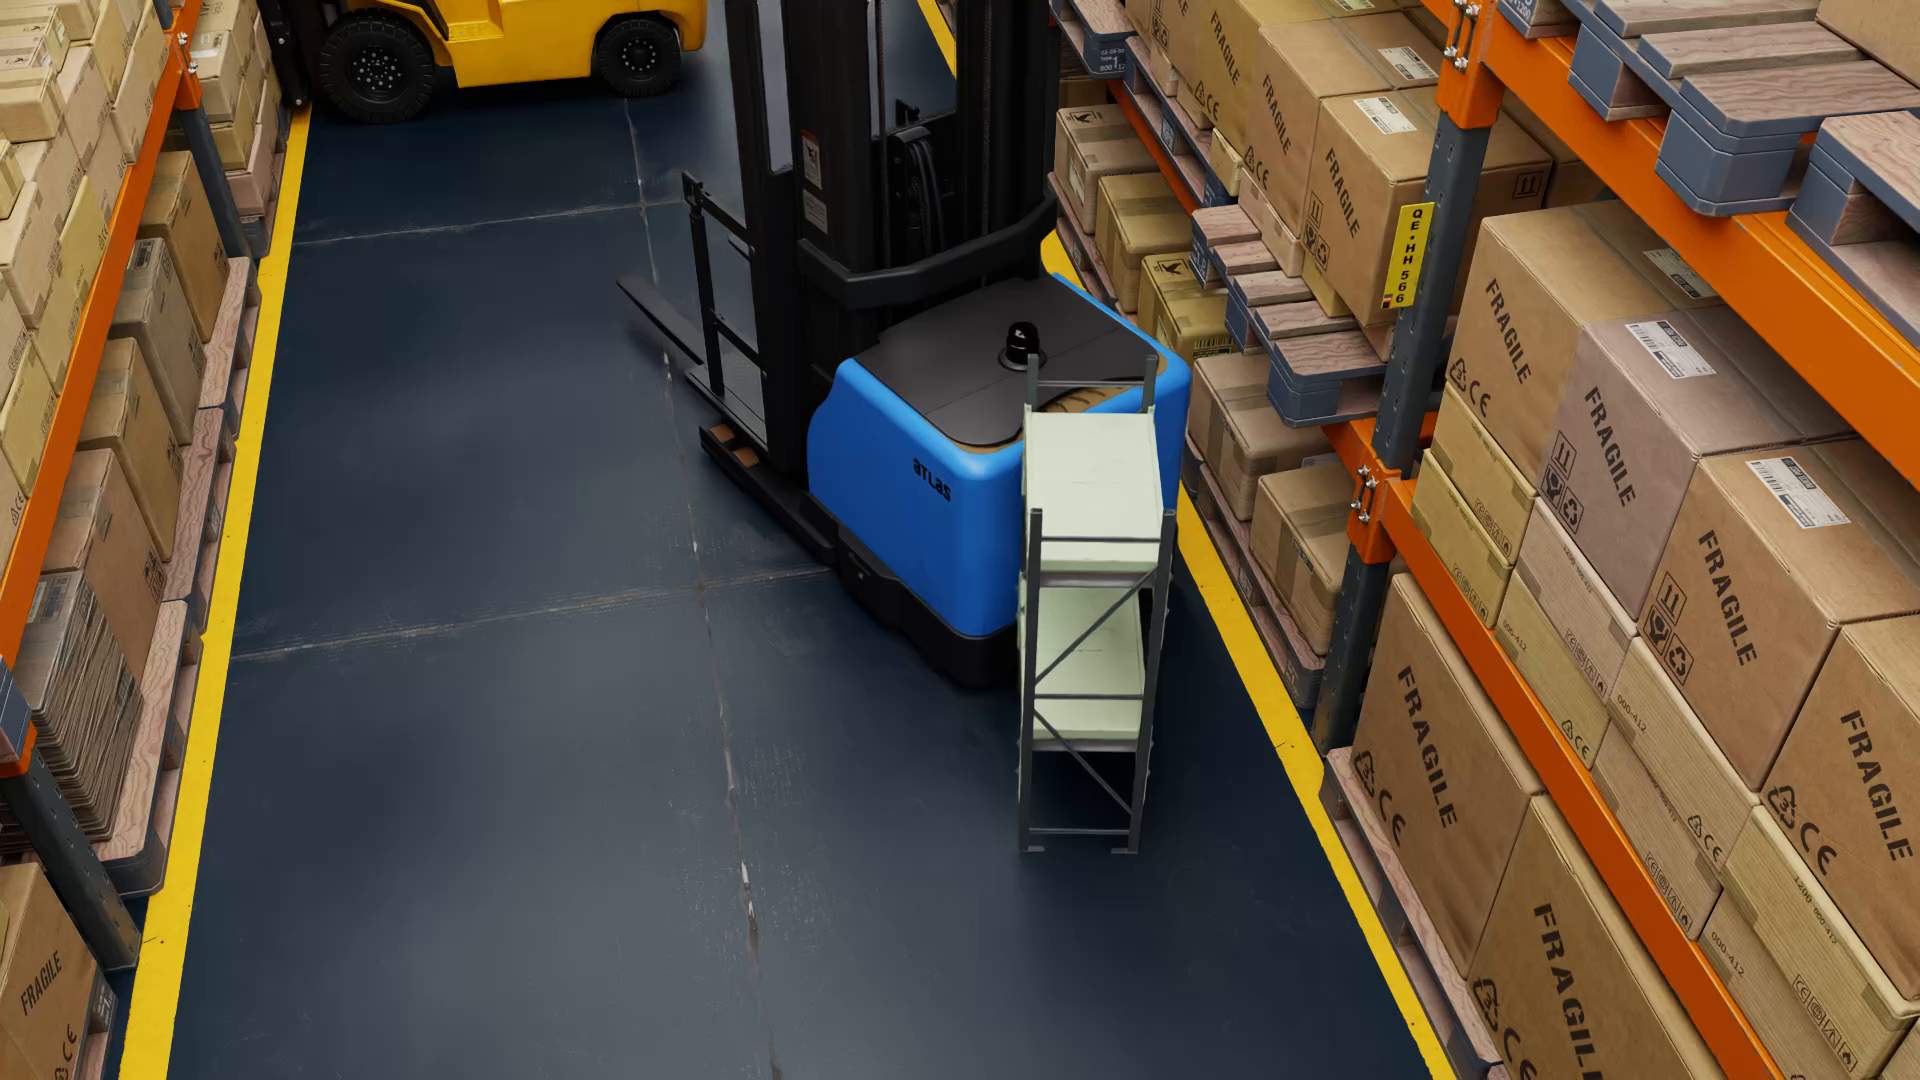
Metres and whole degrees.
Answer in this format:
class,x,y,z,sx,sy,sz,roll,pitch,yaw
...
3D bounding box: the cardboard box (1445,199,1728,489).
class,x,y,z,sx,sy,sz,roll,pitch,yaw
cardboard box,1.623,-0.512,4.239,0.500,0.500,0.500,-10,43,-11

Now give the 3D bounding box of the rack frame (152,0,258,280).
class,x,y,z,sx,sy,sz,roll,pitch,yaw
rack frame,-3.954,-2.335,7.120,1.000,3.000,0.127,-8,42,-9

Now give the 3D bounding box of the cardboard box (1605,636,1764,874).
class,x,y,z,sx,sy,sz,roll,pitch,yaw
cardboard box,1.829,0.438,3.734,0.500,0.250,0.500,-8,42,-9

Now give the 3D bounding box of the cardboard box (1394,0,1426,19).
class,x,y,z,sx,sy,sz,roll,pitch,yaw
cardboard box,1.643,-1.766,5.864,0.500,0.500,0.500,-8,42,-9

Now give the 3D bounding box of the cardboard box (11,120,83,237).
class,x,y,z,sx,sy,sz,roll,pitch,yaw
cardboard box,-3.285,-1.189,5.567,0.500,0.250,0.500,-8,42,-9

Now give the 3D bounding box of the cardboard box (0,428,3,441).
class,x,y,z,sx,sy,sz,roll,pitch,yaw
cardboard box,-2.924,-0.199,4.451,0.500,0.250,0.500,-8,42,-9

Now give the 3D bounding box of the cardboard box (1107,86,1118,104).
class,x,y,z,sx,sy,sz,roll,pitch,yaw
cardboard box,1.028,-2.598,9.172,0.500,0.250,0.500,-10,43,-11

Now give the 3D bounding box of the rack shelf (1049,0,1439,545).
class,x,y,z,sx,sy,sz,roll,pitch,yaw
rack shelf,1.323,-1.483,6.703,1.077,0.370,4.000,-8,42,-9

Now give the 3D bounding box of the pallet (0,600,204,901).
class,x,y,z,sx,sy,sz,roll,pitch,yaw
pallet,-3.230,0.762,5.733,1.003,0.211,1.213,-8,42,-9

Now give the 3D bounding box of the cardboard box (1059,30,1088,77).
class,x,y,z,sx,sy,sz,roll,pitch,yaw
cardboard box,0.502,-2.802,8.838,0.500,0.500,0.500,-9,42,-10

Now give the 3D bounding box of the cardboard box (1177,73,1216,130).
class,x,y,z,sx,sy,sz,roll,pitch,yaw
cardboard box,1.043,-1.690,6.268,0.380,0.149,0.250,-10,42,-11

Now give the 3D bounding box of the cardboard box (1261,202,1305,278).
class,x,y,z,sx,sy,sz,roll,pitch,yaw
cardboard box,1.228,-1.018,5.510,0.380,0.149,0.250,-9,42,-10

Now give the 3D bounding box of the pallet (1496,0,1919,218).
class,x,y,z,sx,sy,sz,roll,pitch,yaw
pallet,1.946,-1.097,3.609,1.213,0.211,1.003,-7,42,-7

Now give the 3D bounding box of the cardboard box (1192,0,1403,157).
class,x,y,z,sx,sy,sz,roll,pitch,yaw
cardboard box,1.153,-1.676,5.763,0.500,0.500,0.500,-11,43,-12

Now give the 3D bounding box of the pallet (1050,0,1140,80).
class,x,y,z,sx,sy,sz,roll,pitch,yaw
pallet,0.915,-2.460,7.407,1.003,0.211,1.213,-8,42,-9

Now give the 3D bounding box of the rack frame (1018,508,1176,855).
class,x,y,z,sx,sy,sz,roll,pitch,yaw
rack frame,0.394,0.482,5.077,0.400,1.500,0.023,1,42,1

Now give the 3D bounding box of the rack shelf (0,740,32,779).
class,x,y,z,sx,sy,sz,roll,pitch,yaw
rack shelf,-2.659,1.824,2.978,1.077,0.370,4.000,-8,42,-9

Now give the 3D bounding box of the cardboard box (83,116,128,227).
class,x,y,z,sx,sy,sz,roll,pitch,yaw
cardboard box,-3.399,-1.338,6.111,0.500,0.250,0.500,-8,42,-9

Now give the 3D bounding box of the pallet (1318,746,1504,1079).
class,x,y,z,sx,sy,sz,roll,pitch,yaw
pallet,1.852,1.109,5.341,1.003,0.211,1.213,-8,42,-9

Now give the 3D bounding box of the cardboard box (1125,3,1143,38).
class,x,y,z,sx,sy,sz,roll,pitch,yaw
cardboard box,0.898,-2.199,6.841,0.380,0.149,0.250,-8,42,-9

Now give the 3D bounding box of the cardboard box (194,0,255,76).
class,x,y,z,sx,sy,sz,roll,pitch,yaw
cardboard box,-3.853,-2.529,8.341,0.500,0.250,0.500,-8,42,-9

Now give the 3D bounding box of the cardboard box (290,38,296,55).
class,x,y,z,sx,sy,sz,roll,pitch,yaw
cardboard box,-4.076,-2.814,9.416,0.500,0.250,0.500,-7,42,-8

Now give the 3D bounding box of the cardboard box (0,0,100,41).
class,x,y,z,sx,sy,sz,roll,pitch,yaw
cardboard box,-3.403,-1.943,6.115,0.380,0.149,0.250,-10,42,-11

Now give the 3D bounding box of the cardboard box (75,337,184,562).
class,x,y,z,sx,sy,sz,roll,pitch,yaw
cardboard box,-3.506,-0.276,6.274,0.875,0.625,0.625,-10,43,-11

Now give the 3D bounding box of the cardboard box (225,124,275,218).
class,x,y,z,sx,sy,sz,roll,pitch,yaw
cardboard box,-3.735,-1.824,8.301,0.500,0.250,0.500,-8,42,-9

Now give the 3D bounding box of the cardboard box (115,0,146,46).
class,x,y,z,sx,sy,sz,roll,pitch,yaw
cardboard box,-3.599,-2.184,6.687,0.500,0.250,0.500,-9,42,-10

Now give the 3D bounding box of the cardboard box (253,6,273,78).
class,x,y,z,sx,sy,sz,roll,pitch,yaw
cardboard box,-3.965,-2.662,8.867,0.500,0.250,0.500,-9,42,-10

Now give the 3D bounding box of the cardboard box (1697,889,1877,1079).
class,x,y,z,sx,sy,sz,roll,pitch,yaw
cardboard box,1.961,0.945,3.539,0.500,0.250,0.500,-8,42,-9

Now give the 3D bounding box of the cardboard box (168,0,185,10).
class,x,y,z,sx,sy,sz,roll,pitch,yaw
cardboard box,-3.795,-2.697,7.453,0.500,0.500,0.500,-9,42,-10

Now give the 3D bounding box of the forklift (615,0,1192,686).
class,x,y,z,sx,sy,sz,roll,pitch,yaw
forklift,-0.449,-1.497,6.229,1.130,2.935,3.031,-26,48,-27

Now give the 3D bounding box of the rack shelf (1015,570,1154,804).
class,x,y,z,sx,sy,sz,roll,pitch,yaw
rack shelf,0.401,0.483,5.567,0.431,0.370,0.720,1,42,1

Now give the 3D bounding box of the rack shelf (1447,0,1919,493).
class,x,y,z,sx,sy,sz,roll,pitch,yaw
rack shelf,2.187,-0.012,2.786,1.077,0.370,4.000,-8,42,-9

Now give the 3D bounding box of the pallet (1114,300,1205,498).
class,x,y,z,sx,sy,sz,roll,pitch,yaw
pallet,1.328,-0.709,7.389,1.003,0.211,1.213,-8,42,-9

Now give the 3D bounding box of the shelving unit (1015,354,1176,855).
class,x,y,z,sx,sy,sz,roll,pitch,yaw
shelving unit,0.401,0.239,5.351,0.431,1.500,0.755,1,42,1

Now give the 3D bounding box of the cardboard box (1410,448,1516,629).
class,x,y,z,sx,sy,sz,roll,pitch,yaw
cardboard box,1.615,-0.046,4.655,0.500,0.250,0.500,-9,42,-10

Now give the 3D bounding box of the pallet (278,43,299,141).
class,x,y,z,sx,sy,sz,roll,pitch,yaw
pallet,-4.352,-2.606,9.526,1.003,0.211,1.213,-8,42,-9

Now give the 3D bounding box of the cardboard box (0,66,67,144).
class,x,y,z,sx,sy,sz,roll,pitch,yaw
cardboard box,-3.226,-1.440,5.549,0.380,0.149,0.250,-9,42,-10

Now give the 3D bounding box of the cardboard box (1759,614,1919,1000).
class,x,y,z,sx,sy,sz,roll,pitch,yaw
cardboard box,1.941,0.473,3.129,0.500,0.500,0.500,-8,42,-9

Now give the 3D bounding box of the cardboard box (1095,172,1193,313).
class,x,y,z,sx,sy,sz,roll,pitch,yaw
cardboard box,1.166,-1.417,7.750,0.950,0.372,0.625,-6,42,-7

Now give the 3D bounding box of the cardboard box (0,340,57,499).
class,x,y,z,sx,sy,sz,roll,pitch,yaw
cardboard box,-3.052,-0.335,4.981,0.500,0.250,0.500,-9,42,-10

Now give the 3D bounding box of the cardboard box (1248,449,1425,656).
class,x,y,z,sx,sy,sz,roll,pitch,yaw
cardboard box,1.643,0.003,6.151,0.950,0.372,0.625,-11,43,-12
